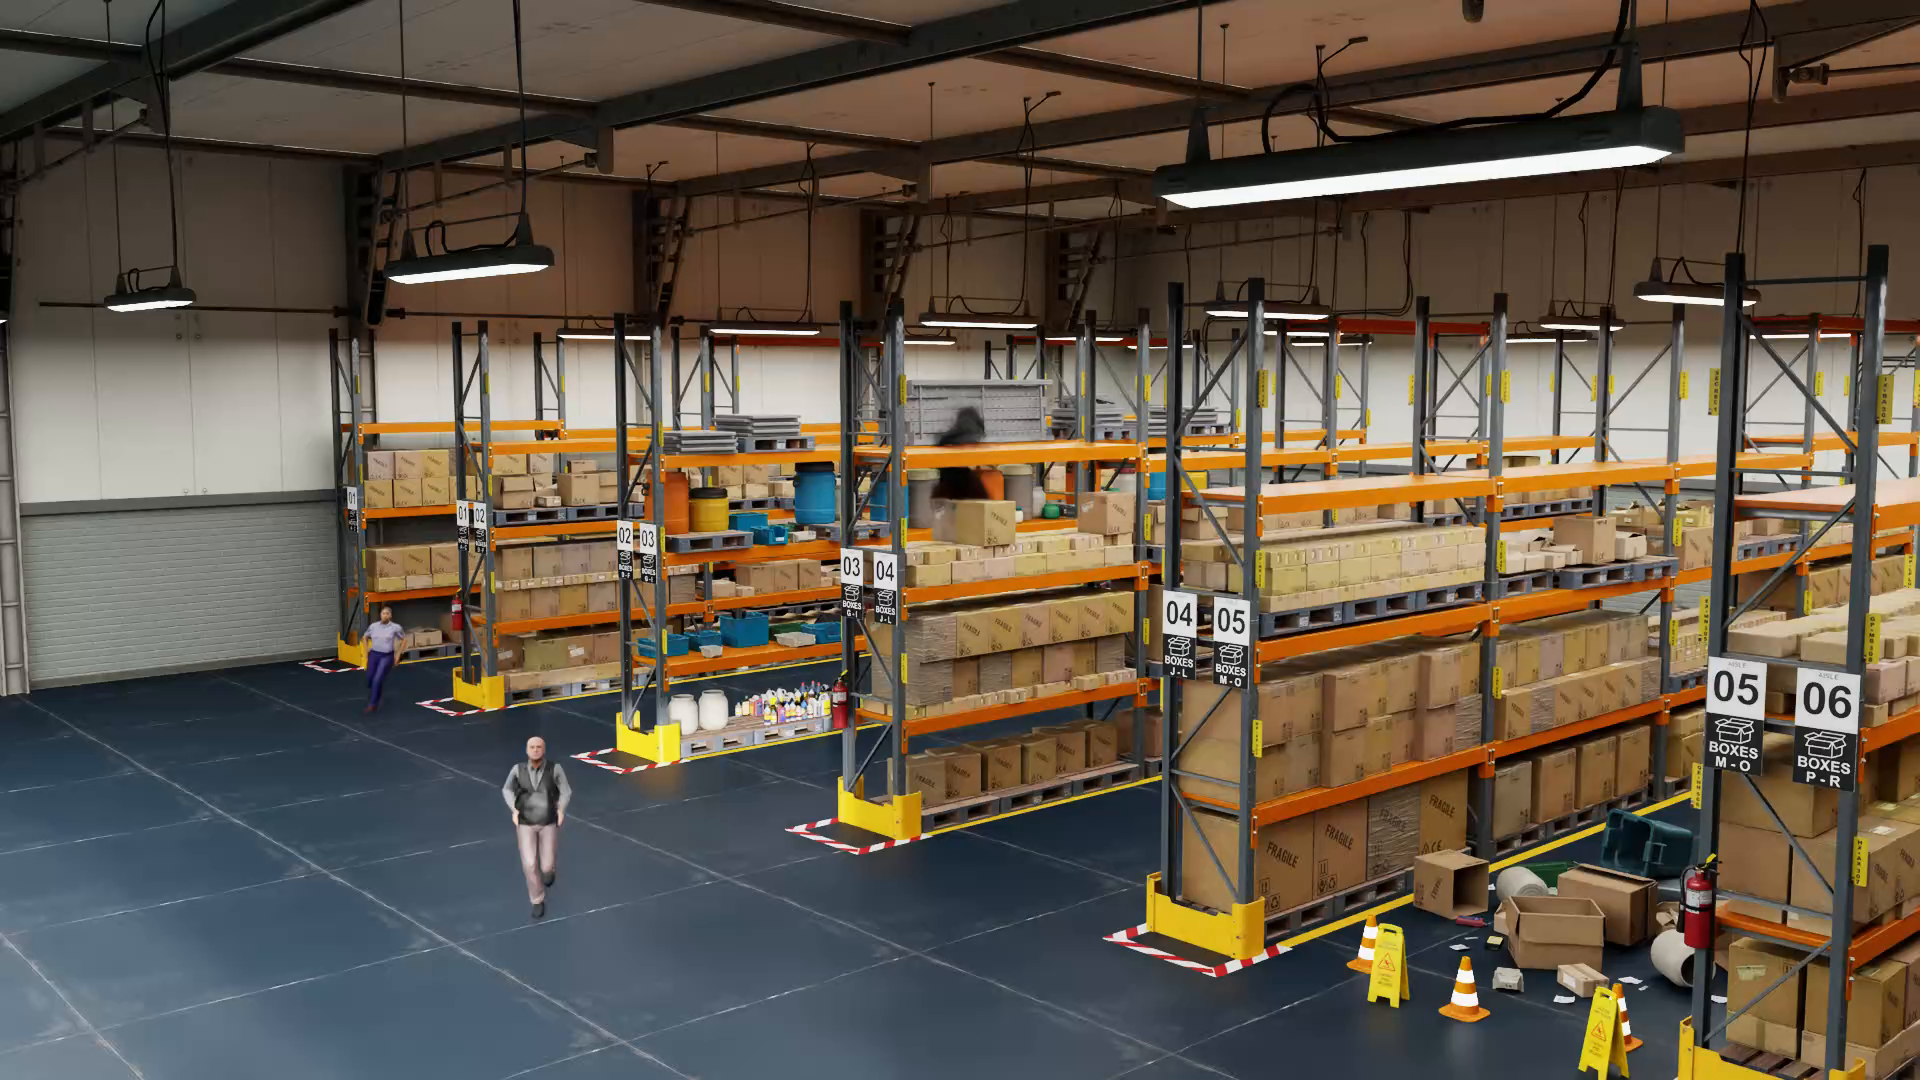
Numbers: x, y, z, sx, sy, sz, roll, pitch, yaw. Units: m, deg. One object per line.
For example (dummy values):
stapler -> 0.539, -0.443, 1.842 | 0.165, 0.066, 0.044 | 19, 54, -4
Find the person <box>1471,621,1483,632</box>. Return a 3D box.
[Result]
person -> 7.607, 1.919, 24.169 | 0.665, 1.737, 0.673 | -6, 8, -45

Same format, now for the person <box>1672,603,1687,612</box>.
person -> 10.892, 1.799, 25.333 | 0.918, 1.703, 0.577 | -5, 7, -40

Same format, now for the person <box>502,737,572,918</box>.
person -> -4.101, 2.747, 16.142 | 0.661, 1.696, 0.722 | -1, 6, -11

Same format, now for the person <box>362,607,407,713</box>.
person -> -8.924, 1.834, 25.754 | 0.665, 1.593, 0.768 | 0, 6, -3
